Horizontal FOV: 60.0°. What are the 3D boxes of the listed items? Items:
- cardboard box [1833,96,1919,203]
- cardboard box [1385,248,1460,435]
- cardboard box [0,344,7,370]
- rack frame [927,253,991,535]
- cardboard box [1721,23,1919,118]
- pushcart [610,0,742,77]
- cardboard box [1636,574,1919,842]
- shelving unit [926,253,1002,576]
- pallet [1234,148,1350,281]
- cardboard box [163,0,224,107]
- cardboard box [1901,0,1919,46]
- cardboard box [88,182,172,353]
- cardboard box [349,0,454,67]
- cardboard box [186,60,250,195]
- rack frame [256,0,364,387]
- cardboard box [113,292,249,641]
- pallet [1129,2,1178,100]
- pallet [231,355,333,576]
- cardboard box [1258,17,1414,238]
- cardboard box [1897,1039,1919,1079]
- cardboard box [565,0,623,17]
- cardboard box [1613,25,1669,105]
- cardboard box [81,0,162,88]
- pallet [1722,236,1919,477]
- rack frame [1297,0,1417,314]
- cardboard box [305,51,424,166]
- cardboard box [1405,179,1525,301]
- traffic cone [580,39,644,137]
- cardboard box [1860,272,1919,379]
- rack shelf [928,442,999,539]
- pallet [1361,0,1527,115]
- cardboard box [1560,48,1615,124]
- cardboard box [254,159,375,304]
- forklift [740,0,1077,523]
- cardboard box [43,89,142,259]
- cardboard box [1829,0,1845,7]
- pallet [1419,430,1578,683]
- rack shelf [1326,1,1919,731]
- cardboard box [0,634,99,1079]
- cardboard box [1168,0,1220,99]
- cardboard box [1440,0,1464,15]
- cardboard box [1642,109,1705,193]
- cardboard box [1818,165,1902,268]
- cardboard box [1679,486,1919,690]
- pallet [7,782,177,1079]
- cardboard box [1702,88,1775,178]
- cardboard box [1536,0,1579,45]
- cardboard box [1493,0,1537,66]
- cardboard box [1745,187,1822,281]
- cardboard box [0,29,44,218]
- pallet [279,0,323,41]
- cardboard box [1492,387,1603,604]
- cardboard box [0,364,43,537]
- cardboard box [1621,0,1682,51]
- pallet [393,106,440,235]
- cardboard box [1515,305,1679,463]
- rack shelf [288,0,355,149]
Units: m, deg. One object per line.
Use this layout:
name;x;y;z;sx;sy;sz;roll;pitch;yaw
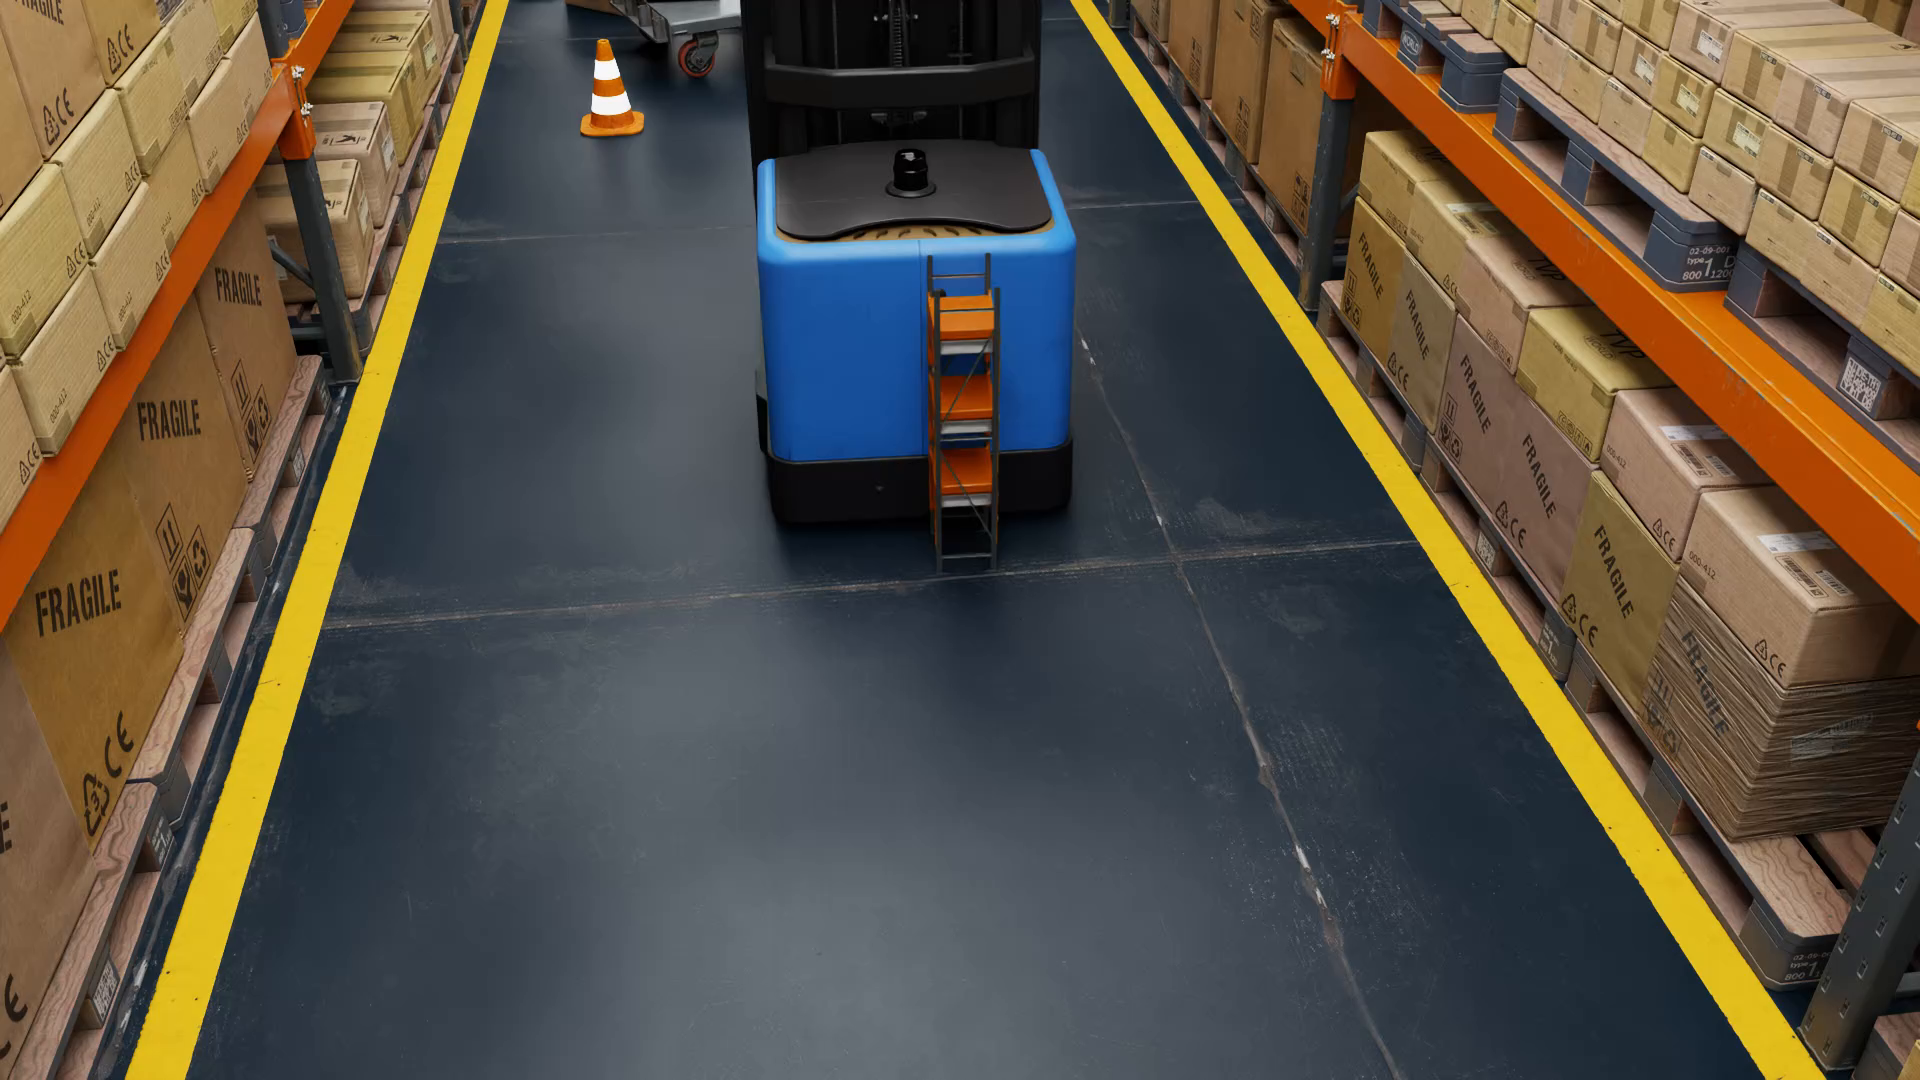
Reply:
cardboard box;2.202;-0.875;3.693;0.380;0.149;0.250;-5;35;-8
cardboard box;1.894;-0.735;6.011;0.500;0.500;0.500;-4;34;-6
cardboard box;-2.250;-0.325;3.253;0.500;0.250;0.500;-4;34;-6
rack frame;-0.003;-0.458;5.489;0.200;1.050;0.008;-3;34;-5
cardboard box;2.136;-1.159;4.109;0.380;0.149;0.250;-5;35;-8
pushcart;-1.196;-3.206;10.120;1.648;0.377;0.936;-16;38;-23
cardboard box;2.170;0.409;4.333;0.500;0.500;0.500;-5;35;-7
shelving unit;0.010;-0.389;5.389;0.215;1.050;0.252;-3;34;-5
pallet;1.949;-1.582;7.884;1.003;0.211;1.213;-4;35;-6
cardboard box;-2.521;-1.465;4.925;0.500;0.250;0.500;-5;35;-8
cardboard box;2.747;-1.348;4.386;0.380;0.149;0.250;-3;34;-5
cardboard box;-2.353;-0.684;4.224;0.500;0.250;0.500;-5;35;-7
cardboard box;-3.376;-2.885;9.280;0.950;0.372;0.625;-4;34;-6
cardboard box;-2.501;-1.249;5.052;0.500;0.250;0.500;-4;34;-6
rack frame;-2.911;-1.857;5.812;1.000;3.000;0.127;-4;35;-6
cardboard box;-2.784;-0.263;4.986;0.875;0.875;0.875;-4;34;-6
pallet;1.621;-2.944;9.882;1.003;0.211;1.213;-4;35;-6
pallet;-2.879;-0.259;5.943;1.003;0.211;1.213;-4;35;-6
cardboard box;1.988;-1.879;7.468;1.050;0.750;0.750;-5;35;-7
cardboard box;2.249;1.176;3.520;0.380;0.149;0.250;-6;35;-8
cardboard box;-2.244;-3.758;10.819;0.500;0.500;0.500;20;39;26
cardboard box;2.062;-1.327;4.620;0.380;0.149;0.250;-3;34;-5
cardboard box;-2.445;-1.480;4.281;0.500;0.500;0.500;-4;35;-6
pallet;2.560;-0.415;3.865;1.003;0.211;1.213;-4;35;-6
rack frame;1.981;-2.289;6.445;1.000;3.000;0.127;-4;35;-6
cardboard box;-3.180;-2.096;8.122;0.950;0.372;0.625;-3;34;-5
cardboard box;1.902;-1.053;5.812;0.500;0.250;0.500;-5;35;-7
traffic cone;-1.895;-2.455;8.942;0.336;0.463;0.334;-4;35;-6
cardboard box;2.233;-0.478;3.638;0.380;0.149;0.250;-4;34;-6
rack shelf;0.010;-0.151;5.551;0.215;0.259;0.240;-3;34;-5
pallet;2.182;-1.820;5.927;1.213;0.211;1.003;-4;35;-6
cardboard box;2.021;-1.354;4.923;0.380;0.149;0.250;-4;34;-6
cardboard box;-2.977;-1.261;6.897;0.950;0.372;0.625;-7;35;-10
forklift;-0.272;-2.082;6.202;1.130;2.935;3.031;-3;34;-5
cardboard box;-2.362;-0.891;4.083;0.500;0.250;0.500;-5;35;-8
cardboard box;2.673;-1.644;4.820;0.380;0.149;0.250;-3;34;-4
pallet;2.245;-0.021;5.593;1.003;0.211;1.213;-4;35;-6
rack shelf;2.250;-0.875;5.009;1.077;0.370;4.000;-4;35;-6
cardboard box;-2.535;0.739;3.515;0.875;0.875;0.875;-3;34;-5
cardboard box;1.741;-2.886;8.947;1.050;0.750;0.750;-4;35;-6
cardboard box;1.877;-1.944;5.789;0.380;0.149;0.250;-3;34;-4
cardboard box;2.091;-1.060;4.491;0.380;0.149;0.250;-3;34;-4
cardboard box;2.202;-0.742;3.761;0.380;0.149;0.250;-3;34;-4
cardboard box;2.168;0.097;4.125;0.500;0.250;0.500;-5;35;-8
pallet;-2.551;1.102;3.945;1.003;0.211;1.213;-4;35;-6
cardboard box;2.128;-1.039;4.197;0.380;0.149;0.250;-6;35;-9
cardboard box;1.991;-1.617;5.045;0.380;0.149;0.250;-4;35;-6
cardboard box;1.951;-1.643;5.347;0.380;0.149;0.250;-3;34;-4
cardboard box;2.169;-0.757;4.047;0.380;0.149;0.250;-6;35;-9
cardboard box;-2.308;-0.909;3.443;0.500;0.500;0.500;-5;35;-8
pallet;-3.112;-2.168;6.437;1.213;0.211;1.003;-4;35;-6
cardboard box;2.036;-0.164;5.174;0.500;0.500;0.500;-5;35;-7
cardboard box;-2.241;-0.117;3.392;0.500;0.250;0.500;-5;35;-8
cardboard box;2.059;-1.459;4.549;0.380;0.149;0.250;-5;35;-7
pallet;-3.175;-1.820;8.234;1.003;0.211;1.213;-4;35;-6
cardboard box;2.027;-0.485;4.979;0.500;0.250;0.500;-6;35;-8
rack shelf;-3.180;-2.676;7.652;1.077;0.370;4.000;-4;35;-6
